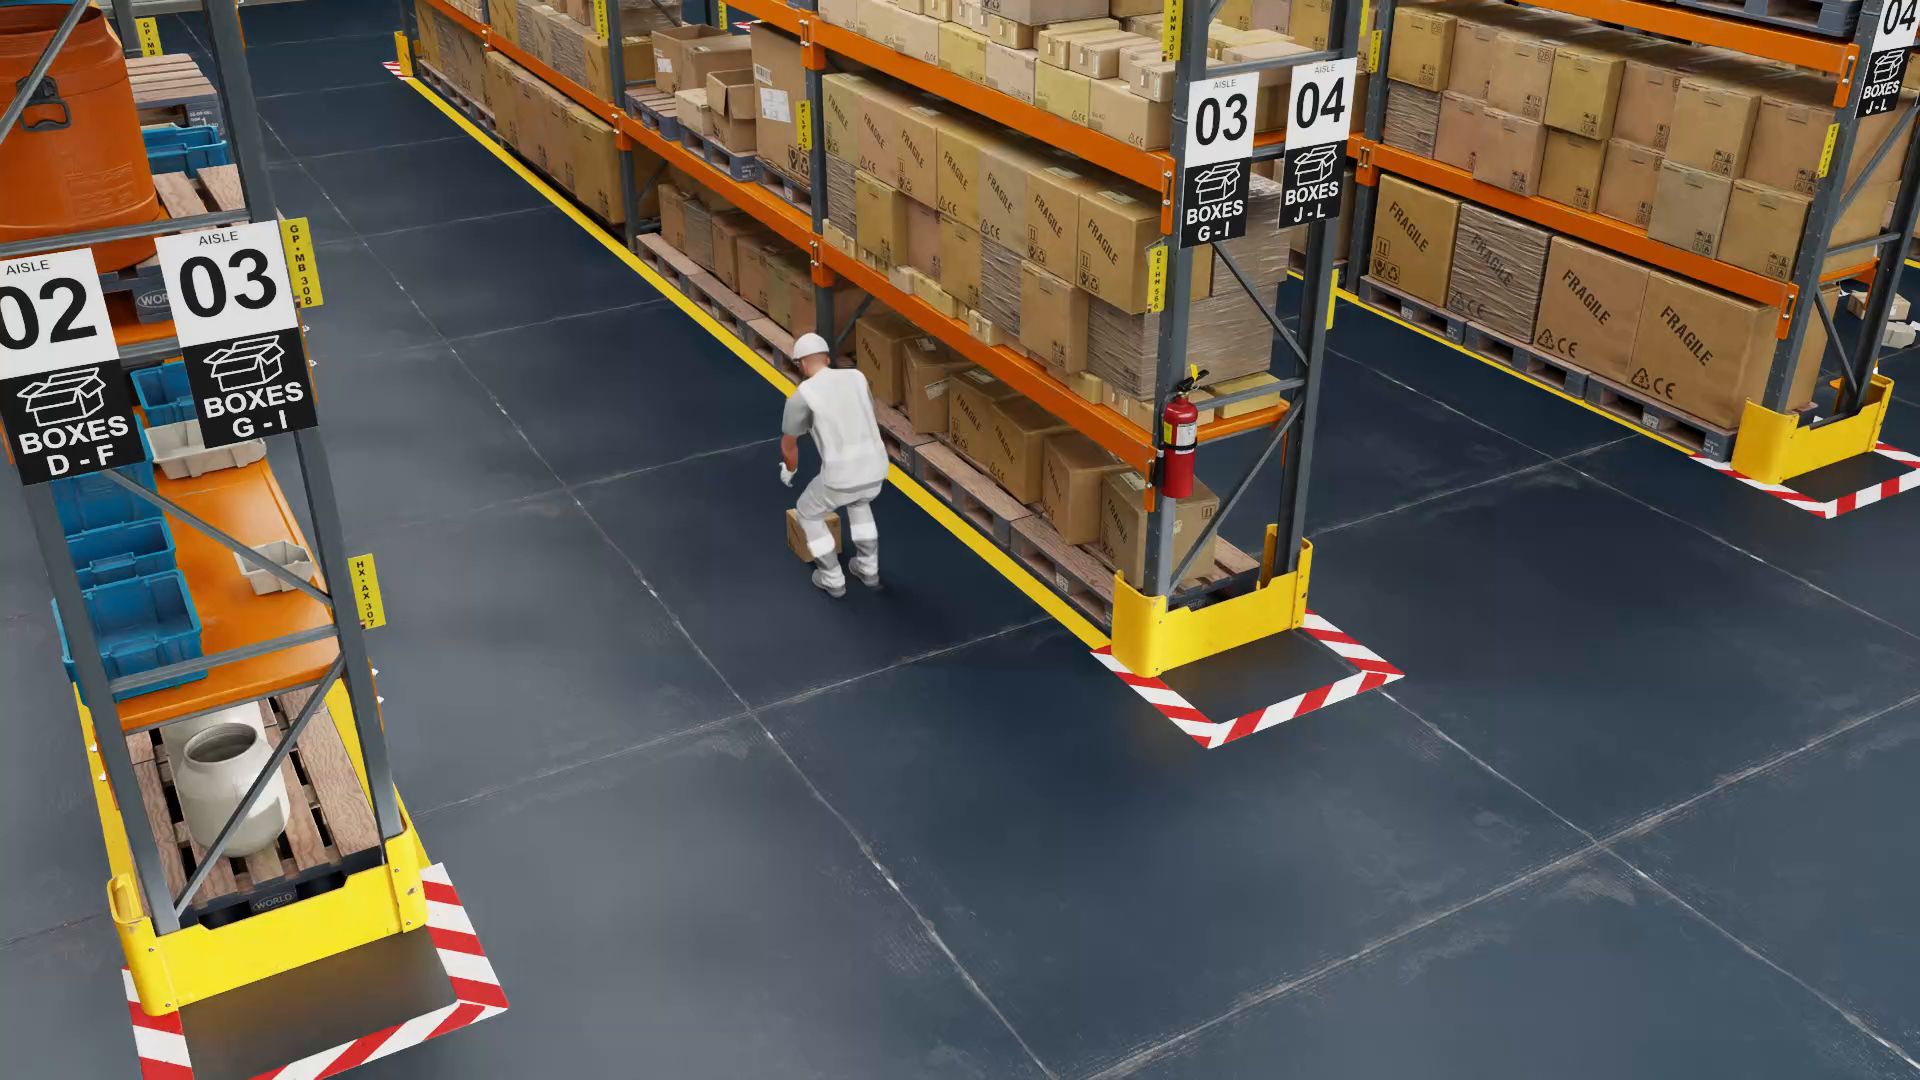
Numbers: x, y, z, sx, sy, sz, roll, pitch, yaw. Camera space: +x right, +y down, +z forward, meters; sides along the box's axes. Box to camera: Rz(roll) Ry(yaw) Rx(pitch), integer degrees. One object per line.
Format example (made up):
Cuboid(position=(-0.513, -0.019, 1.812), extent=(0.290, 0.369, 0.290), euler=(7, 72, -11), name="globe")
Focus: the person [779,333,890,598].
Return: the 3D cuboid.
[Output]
Cuboid(position=(-0.732, -0.416, 9.601), extent=(0.581, 1.500, 0.711), euler=(-16, 32, -26), name="person")
